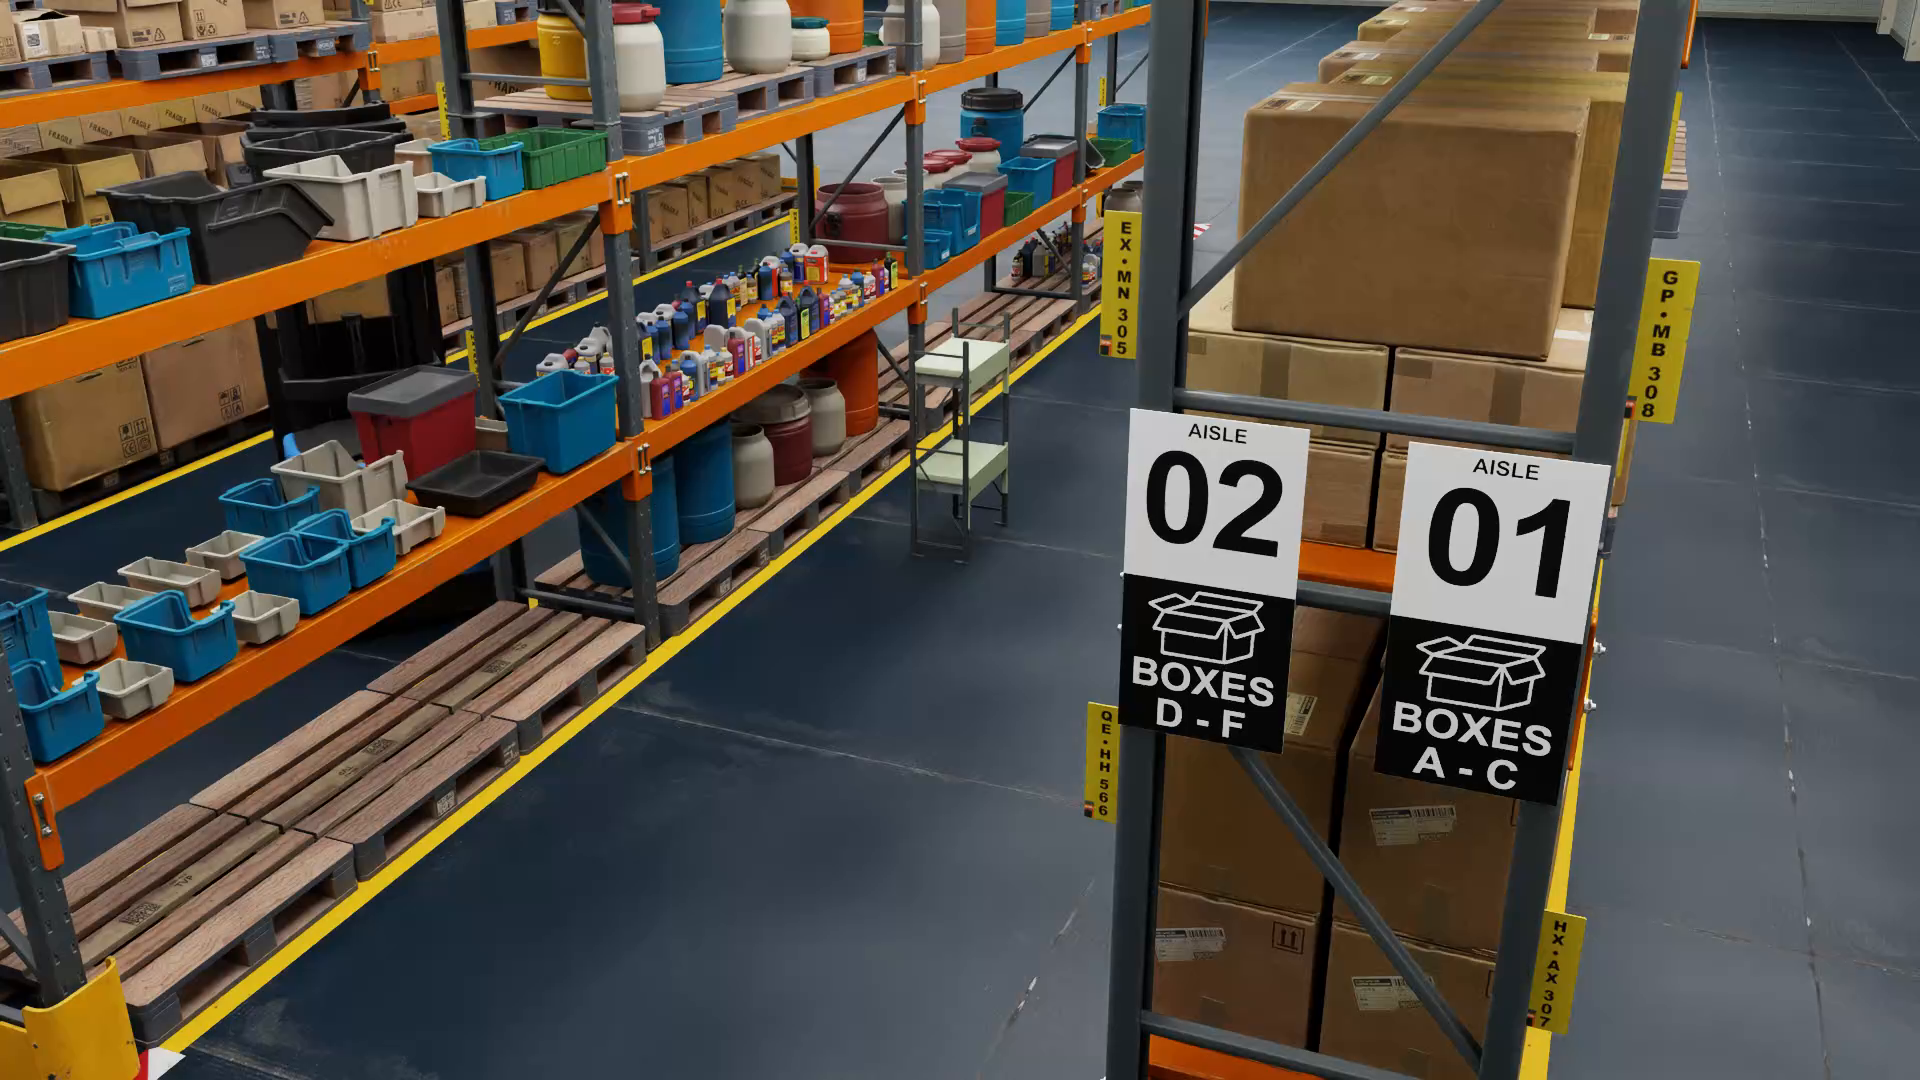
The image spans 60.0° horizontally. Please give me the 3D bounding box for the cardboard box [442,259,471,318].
[{"bbox_3d":[-4.932,-2.454,15.905,0.700,0.500,0.500,7,24,16],"label":"cardboard box"}]

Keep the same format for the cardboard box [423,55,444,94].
[{"bbox_3d":[-7.232,-6.300,22.247,0.875,0.550,0.550,9,24,20],"label":"cardboard box"}]

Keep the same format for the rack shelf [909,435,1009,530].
[{"bbox_3d":[0.002,-0.394,11.092,0.431,0.370,0.720,9,24,20],"label":"rack shelf"}]

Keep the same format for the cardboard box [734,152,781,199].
[{"bbox_3d":[-2.632,-4.643,21.173,0.500,0.500,0.500,14,26,30],"label":"cardboard box"}]

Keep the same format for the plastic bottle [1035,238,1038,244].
[{"bbox_3d":[0.793,-3.038,17.584,0.061,0.283,0.133,11,25,24],"label":"plastic bottle"}]

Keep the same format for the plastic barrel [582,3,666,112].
[{"bbox_3d":[-1.816,-2.614,9.003,0.433,0.535,0.433,0,23,0],"label":"plastic barrel"}]

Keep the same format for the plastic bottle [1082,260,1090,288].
[{"bbox_3d":[1.253,-2.679,16.741,0.097,0.271,0.097,0,23,0],"label":"plastic bottle"}]

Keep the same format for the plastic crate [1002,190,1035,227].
[{"bbox_3d":[0.343,-2.922,14.629,0.450,0.188,0.662,9,24,20],"label":"plastic crate"}]

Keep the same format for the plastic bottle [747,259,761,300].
[{"bbox_3d":[-1.483,-1.883,12.017,0.061,0.283,0.133,9,24,20],"label":"plastic bottle"}]

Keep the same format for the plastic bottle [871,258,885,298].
[{"bbox_3d":[-0.598,-1.910,12.082,0.061,0.283,0.133,9,24,20],"label":"plastic bottle"}]

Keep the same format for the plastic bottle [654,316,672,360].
[{"bbox_3d":[-1.902,-1.297,10.630,0.097,0.271,0.097,0,23,0],"label":"plastic bottle"}]

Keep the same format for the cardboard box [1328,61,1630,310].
[{"bbox_3d":[1.308,-0.923,4.250,0.700,0.500,0.500,9,24,20],"label":"cardboard box"}]

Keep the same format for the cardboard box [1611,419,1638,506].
[{"bbox_3d":[2.737,-0.488,7.851,0.700,0.500,0.500,1,23,2],"label":"cardboard box"}]

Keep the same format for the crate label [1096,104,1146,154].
[{"bbox_3d":[1.781,-4.434,17.927,0.502,0.435,0.616,9,24,20],"label":"crate label"}]

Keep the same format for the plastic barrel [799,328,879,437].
[{"bbox_3d":[-0.924,-1.267,12.662,0.600,0.830,0.708,9,24,20],"label":"plastic barrel"}]

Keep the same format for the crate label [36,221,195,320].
[{"bbox_3d":[-3.087,-0.989,6.026,0.408,0.251,0.502,9,24,20],"label":"crate label"}]

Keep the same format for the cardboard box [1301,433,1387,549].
[{"bbox_3d":[0.814,-0.215,4.176,0.500,0.250,0.500,9,24,20],"label":"cardboard box"}]

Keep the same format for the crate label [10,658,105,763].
[{"bbox_3d":[-3.332,0.619,6.015,0.416,0.233,0.303,9,24,20],"label":"crate label"}]

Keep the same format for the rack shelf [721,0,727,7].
[{"bbox_3d":[-3.128,-6.160,19.148,1.077,0.370,4.000,9,24,20],"label":"rack shelf"}]

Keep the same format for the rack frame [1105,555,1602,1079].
[{"bbox_3d":[0.868,1.321,4.195,1.000,3.000,0.127,9,24,20],"label":"rack frame"}]

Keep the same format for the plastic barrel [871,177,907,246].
[{"bbox_3d":[-0.574,-2.702,13.683,0.421,0.512,0.421,0,23,0],"label":"plastic barrel"}]

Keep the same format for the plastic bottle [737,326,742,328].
[{"bbox_3d":[-1.411,-1.266,10.646,0.097,0.201,0.097,0,23,0],"label":"plastic bottle"}]

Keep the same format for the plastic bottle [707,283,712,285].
[{"bbox_3d":[-1.716,-1.633,11.435,0.097,0.271,0.097,0,23,0],"label":"plastic bottle"}]

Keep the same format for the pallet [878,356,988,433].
[{"bbox_3d":[-0.434,-1.237,13.938,1.003,0.211,1.213,9,24,20],"label":"pallet"}]

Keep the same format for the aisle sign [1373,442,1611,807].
[{"bbox_3d":[1.115,0.188,3.535,0.394,0.787,0.004,9,24,20],"label":"aisle sign"}]

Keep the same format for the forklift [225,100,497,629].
[{"bbox_3d":[-3.916,-1.331,10.633,1.130,2.935,3.031,-10,25,-23],"label":"forklift"}]

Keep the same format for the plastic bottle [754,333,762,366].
[{"bbox_3d":[-1.306,-1.209,10.510,0.097,0.201,0.097,0,23,0],"label":"plastic bottle"}]

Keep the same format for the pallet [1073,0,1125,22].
[{"bbox_3d":[0.905,-5.253,16.287,1.213,0.211,1.003,9,24,20],"label":"pallet"}]

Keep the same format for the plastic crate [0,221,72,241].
[{"bbox_3d":[-3.628,-1.069,6.302,0.450,0.188,0.336,9,24,20],"label":"plastic crate"}]

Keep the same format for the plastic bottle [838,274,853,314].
[{"bbox_3d":[-0.802,-1.726,11.658,0.097,0.271,0.097,0,23,0],"label":"plastic bottle"}]

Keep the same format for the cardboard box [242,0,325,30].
[{"bbox_3d":[-5.516,-4.358,13.221,0.797,0.503,0.637,10,25,23],"label":"cardboard box"}]

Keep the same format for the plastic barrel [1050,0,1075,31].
[{"bbox_3d":[0.740,-5.086,14.992,0.600,0.901,0.708,9,24,20],"label":"plastic barrel"}]

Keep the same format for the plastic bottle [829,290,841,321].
[{"bbox_3d":[-0.875,-1.624,11.505,0.097,0.201,0.097,0,23,0],"label":"plastic bottle"}]

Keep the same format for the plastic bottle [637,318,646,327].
[{"bbox_3d":[-2.074,-1.262,10.540,0.152,0.276,0.135,9,24,20],"label":"plastic bottle"}]

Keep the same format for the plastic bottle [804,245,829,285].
[{"bbox_3d":[-1.078,-2.065,12.462,0.152,0.276,0.135,9,24,20],"label":"plastic bottle"}]

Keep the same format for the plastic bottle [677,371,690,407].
[{"bbox_3d":[-1.636,-0.891,9.749,0.097,0.201,0.097,0,23,0],"label":"plastic bottle"}]

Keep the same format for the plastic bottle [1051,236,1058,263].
[{"bbox_3d":[0.995,-3.084,17.694,0.061,0.283,0.133,9,24,20],"label":"plastic bottle"}]

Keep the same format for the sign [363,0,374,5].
[{"bbox_3d":[-4.844,-4.538,13.557,0.100,0.325,0.005,9,24,20],"label":"sign"}]

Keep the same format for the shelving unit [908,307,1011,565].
[{"bbox_3d":[0.002,-0.694,10.967,0.431,1.500,0.755,9,24,20],"label":"shelving unit"}]

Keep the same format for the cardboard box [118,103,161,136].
[{"bbox_3d":[-8.946,-4.416,17.801,0.500,0.500,0.500,9,24,19],"label":"cardboard box"}]

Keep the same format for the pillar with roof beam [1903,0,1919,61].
[{"bbox_3d":[16.873,-15.295,36.192,9.100,9.000,0.400,9,24,20],"label":"pillar with roof beam"}]

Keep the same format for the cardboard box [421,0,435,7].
[{"bbox_3d":[-4.751,-4.934,14.501,0.500,0.500,0.500,9,24,20],"label":"cardboard box"}]

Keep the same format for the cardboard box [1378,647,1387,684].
[{"bbox_3d":[1.465,0.505,4.723,0.500,0.500,0.500,9,24,21],"label":"cardboard box"}]

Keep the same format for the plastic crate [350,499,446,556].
[{"bbox_3d":[-2.612,-0.061,7.767,0.293,0.136,0.466,9,24,20],"label":"plastic crate"}]

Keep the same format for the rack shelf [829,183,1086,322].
[{"bbox_3d":[-0.015,-2.636,14.602,1.077,0.370,4.000,9,24,20],"label":"rack shelf"}]

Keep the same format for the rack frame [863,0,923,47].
[{"bbox_3d":[-0.758,-5.020,11.594,1.000,3.000,0.127,9,24,20],"label":"rack frame"}]

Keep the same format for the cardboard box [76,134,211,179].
[{"bbox_3d":[-6.131,-2.737,12.480,0.797,0.503,0.637,10,25,22],"label":"cardboard box"}]

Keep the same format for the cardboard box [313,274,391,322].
[{"bbox_3d":[-5.632,-1.931,14.192,1.225,0.875,0.875,8,24,18],"label":"cardboard box"}]

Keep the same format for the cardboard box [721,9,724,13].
[{"bbox_3d":[-2.842,-6.311,20.654,0.500,0.500,0.500,9,24,20],"label":"cardboard box"}]

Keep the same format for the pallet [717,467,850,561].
[{"bbox_3d":[-1.467,-0.242,11.556,1.003,0.211,1.213,9,24,20],"label":"pallet"}]

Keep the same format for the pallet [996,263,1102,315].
[{"bbox_3d":[1.016,-2.631,17.275,1.003,0.211,1.213,9,24,20],"label":"pallet"}]

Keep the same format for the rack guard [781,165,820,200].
[{"bbox_3d":[-2.413,-4.643,21.718,1.175,0.500,0.348,9,24,20],"label":"rack guard"}]

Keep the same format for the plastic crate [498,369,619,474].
[{"bbox_3d":[-2.101,-0.625,8.798,0.392,0.384,0.575,9,24,20],"label":"plastic crate"}]

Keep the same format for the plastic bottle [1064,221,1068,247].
[{"bbox_3d":[1.150,-3.382,18.408,0.061,0.283,0.133,9,24,21],"label":"plastic bottle"}]

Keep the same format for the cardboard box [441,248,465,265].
[{"bbox_3d":[-4.948,-2.792,15.742,0.500,0.250,0.500,12,25,26],"label":"cardboard box"}]

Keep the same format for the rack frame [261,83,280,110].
[{"bbox_3d":[-8.438,-5.139,19.661,1.000,3.000,0.127,9,24,20],"label":"rack frame"}]
